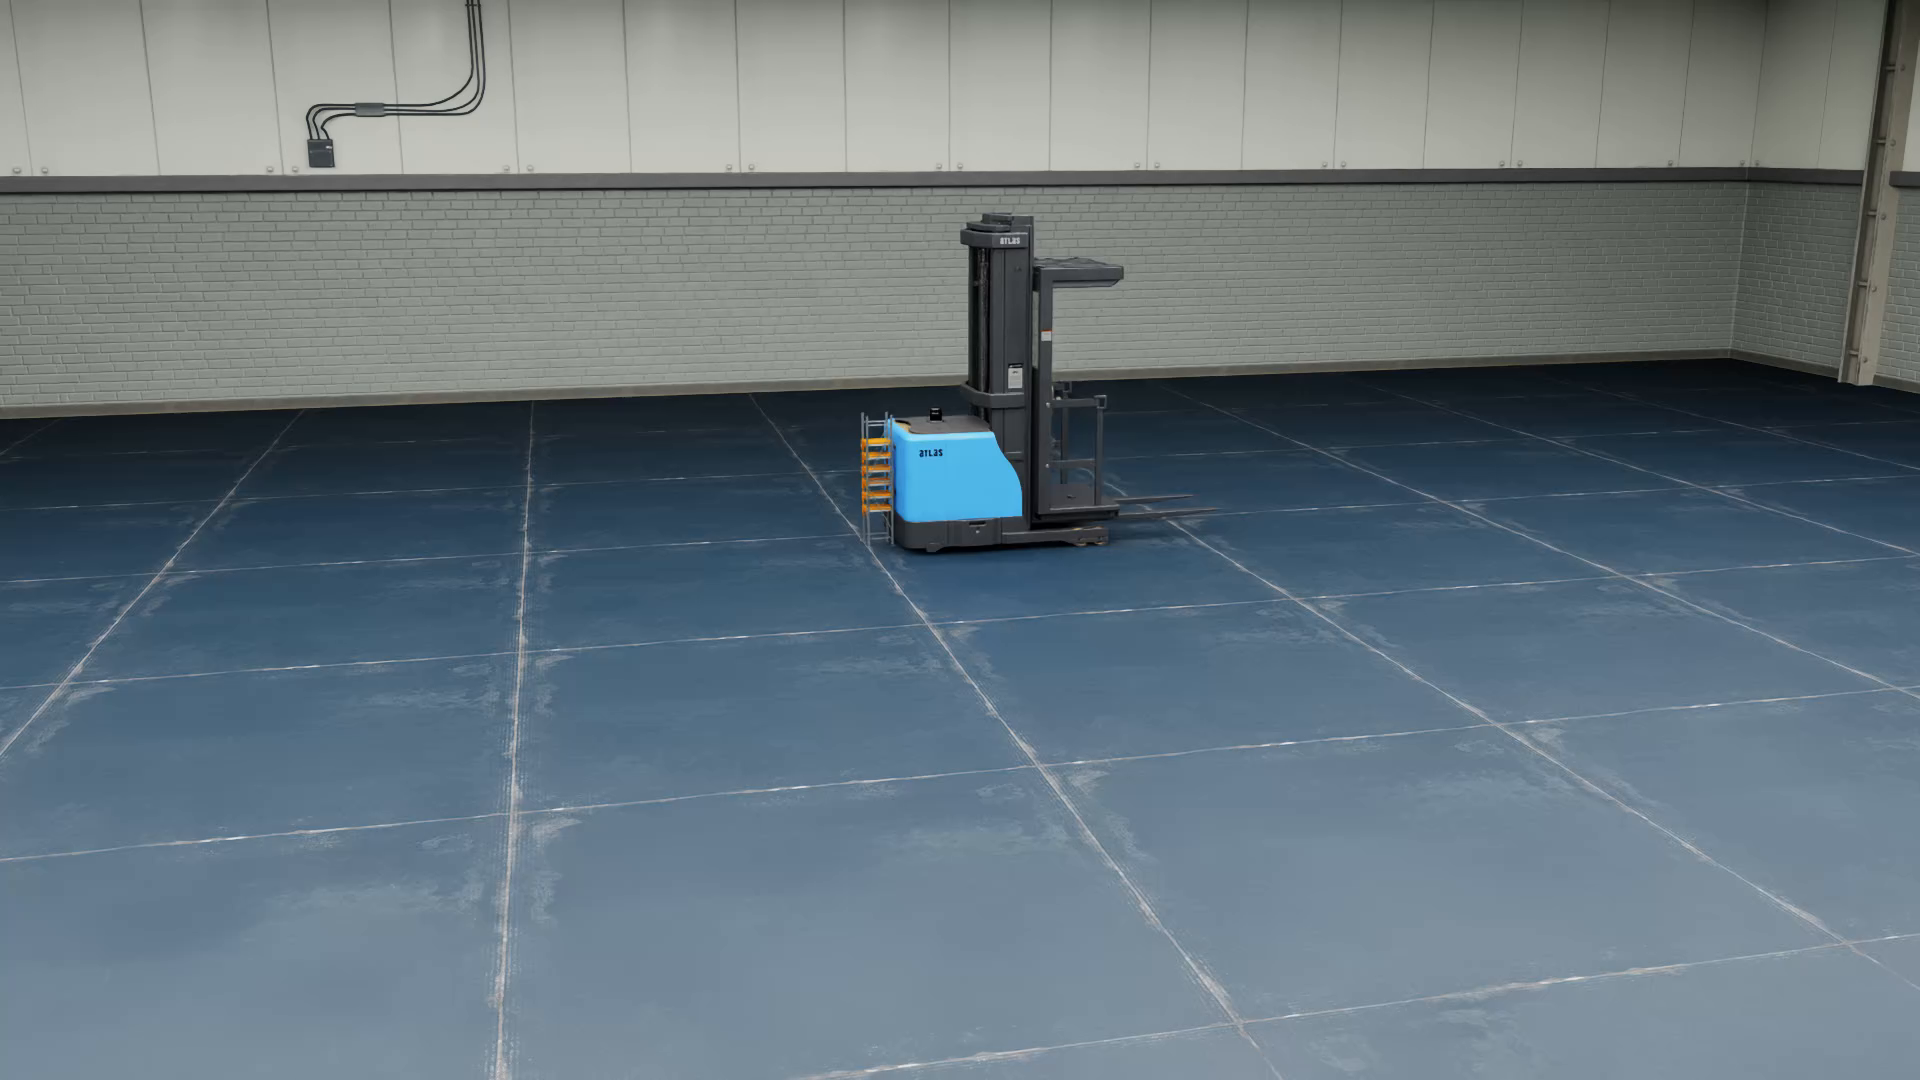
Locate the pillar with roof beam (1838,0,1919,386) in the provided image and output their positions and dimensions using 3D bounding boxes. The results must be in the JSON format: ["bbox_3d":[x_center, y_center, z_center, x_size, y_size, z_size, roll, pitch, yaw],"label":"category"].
[{"bbox_3d":[9.187,-6.470,22.772,9.100,9.000,0.400,-3,14,-13],"label":"pillar with roof beam"}]

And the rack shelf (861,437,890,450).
[{"bbox_3d":[-0.740,-0.847,14.858,0.258,0.103,0.180,-4,14,-16],"label":"rack shelf"}]

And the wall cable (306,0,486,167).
[{"bbox_3d":[-7.423,-7.885,21.398,2.305,6.003,0.169,-3,14,-13],"label":"wall cable"}]

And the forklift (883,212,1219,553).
[{"bbox_3d":[0.863,-1.482,15.139,3.031,2.935,1.130,-4,14,-14],"label":"forklift"}]

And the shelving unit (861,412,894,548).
[{"bbox_3d":[-0.740,-0.540,14.933,0.258,1.200,0.189,-4,14,-16],"label":"shelving unit"}]

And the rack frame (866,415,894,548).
[{"bbox_3d":[-0.715,-0.519,14.848,0.240,1.200,0.006,-4,14,-16],"label":"rack frame"}]

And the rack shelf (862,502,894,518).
[{"bbox_3d":[-0.740,-0.264,15.001,0.258,0.103,0.180,-4,14,-16],"label":"rack shelf"}]

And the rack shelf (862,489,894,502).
[{"bbox_3d":[-0.740,-0.381,14.972,0.258,0.103,0.180,-4,14,-16],"label":"rack shelf"}]

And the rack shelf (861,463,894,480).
[{"bbox_3d":[-0.740,-0.614,14.915,0.258,0.103,0.180,-4,14,-16],"label":"rack shelf"}]

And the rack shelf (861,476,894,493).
[{"bbox_3d":[-0.740,-0.497,14.944,0.258,0.103,0.180,-4,14,-16],"label":"rack shelf"}]

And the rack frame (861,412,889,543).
[{"bbox_3d":[-0.766,-0.561,15.019,0.240,1.200,0.006,-4,14,-16],"label":"rack frame"}]

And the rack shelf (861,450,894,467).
[{"bbox_3d":[-0.740,-0.730,14.887,0.258,0.103,0.180,-4,14,-16],"label":"rack shelf"}]
